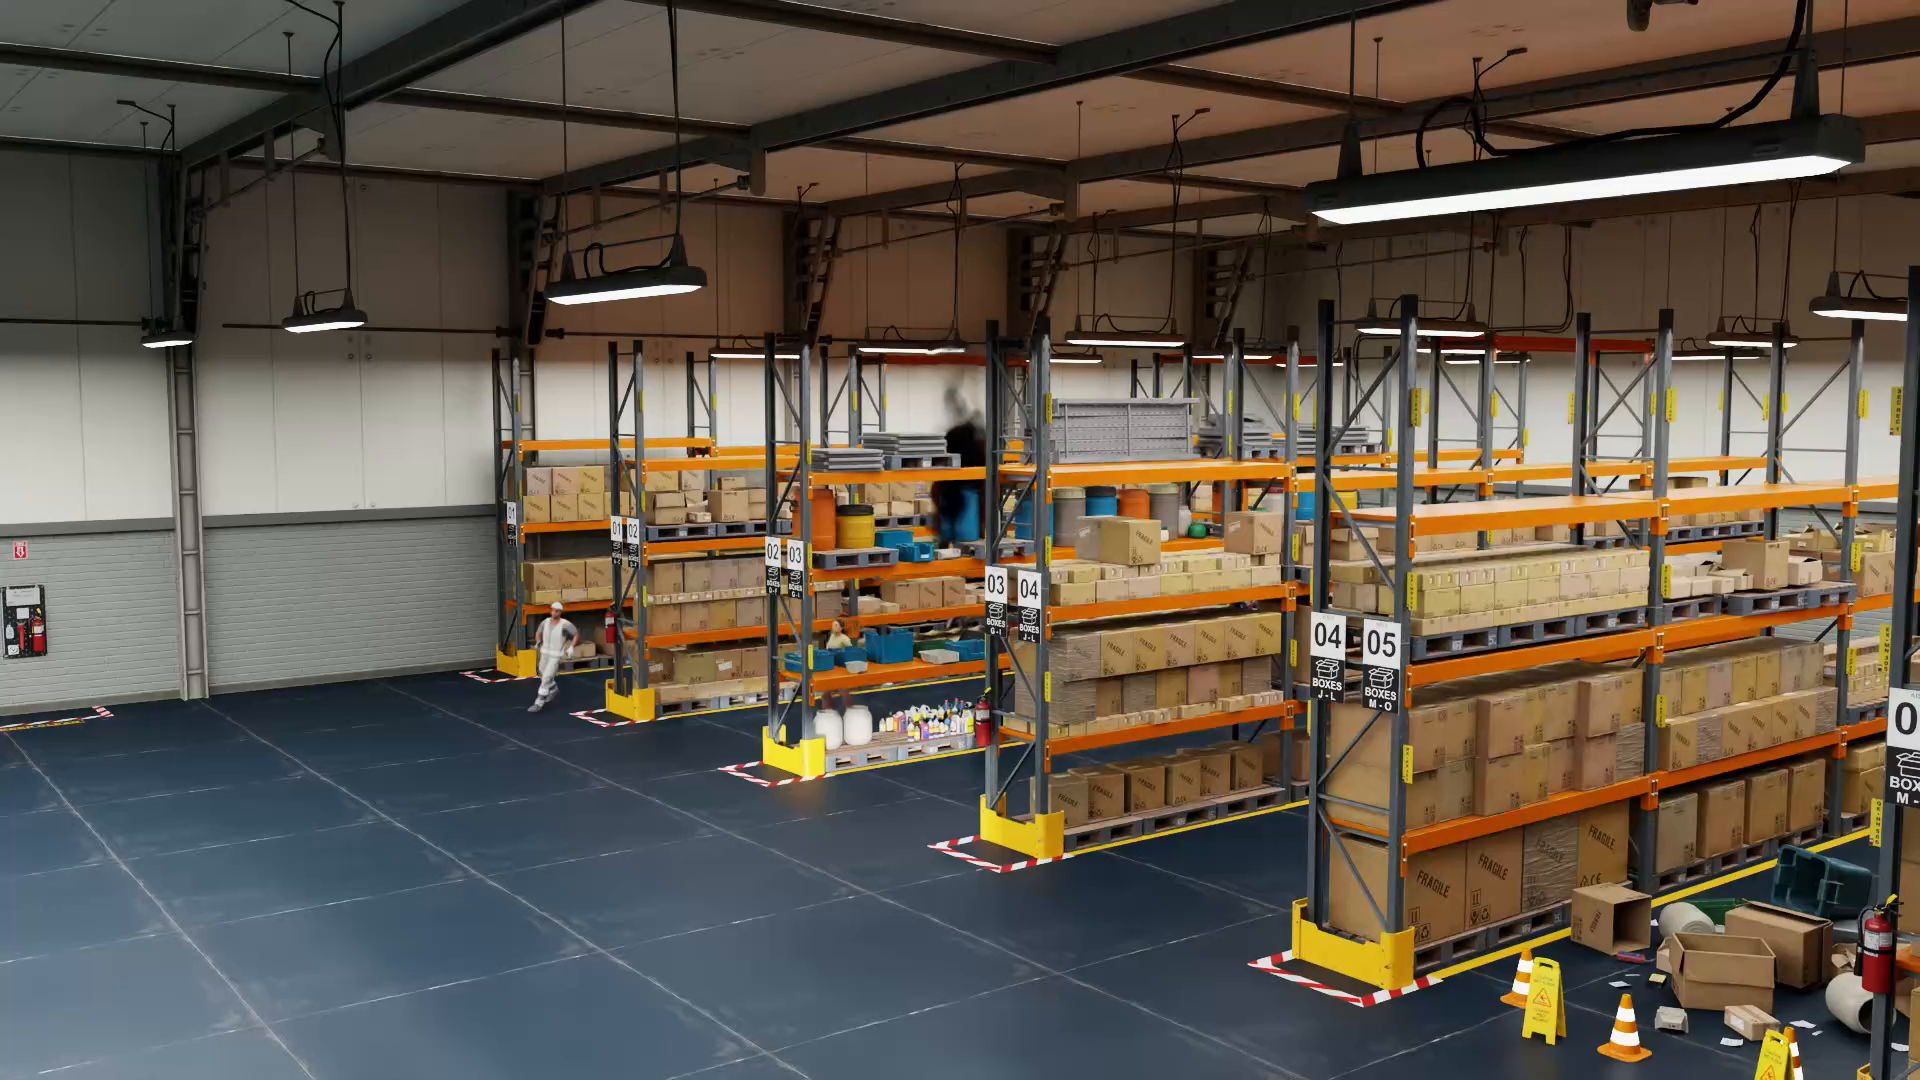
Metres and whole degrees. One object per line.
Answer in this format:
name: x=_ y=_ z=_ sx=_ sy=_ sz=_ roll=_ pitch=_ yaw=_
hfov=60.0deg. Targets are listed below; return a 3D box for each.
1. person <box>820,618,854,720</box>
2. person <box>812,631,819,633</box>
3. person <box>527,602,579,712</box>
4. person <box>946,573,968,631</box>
person: x=-1.871 y=2.063 z=25.868 sx=0.562 sy=1.729 sz=0.762 roll=3 pitch=6 yaw=31
person: x=-2.721 y=1.557 z=30.907 sx=0.924 sy=1.819 sz=0.686 roll=-4 pitch=7 yaw=-41
person: x=-6.650 y=1.884 z=27.166 sx=0.717 sy=1.753 sz=0.986 roll=2 pitch=5 yaw=19
person: x=-0.008 y=1.479 z=32.858 sx=0.733 sy=1.634 sz=0.506 roll=-4 pitch=7 yaw=-41
